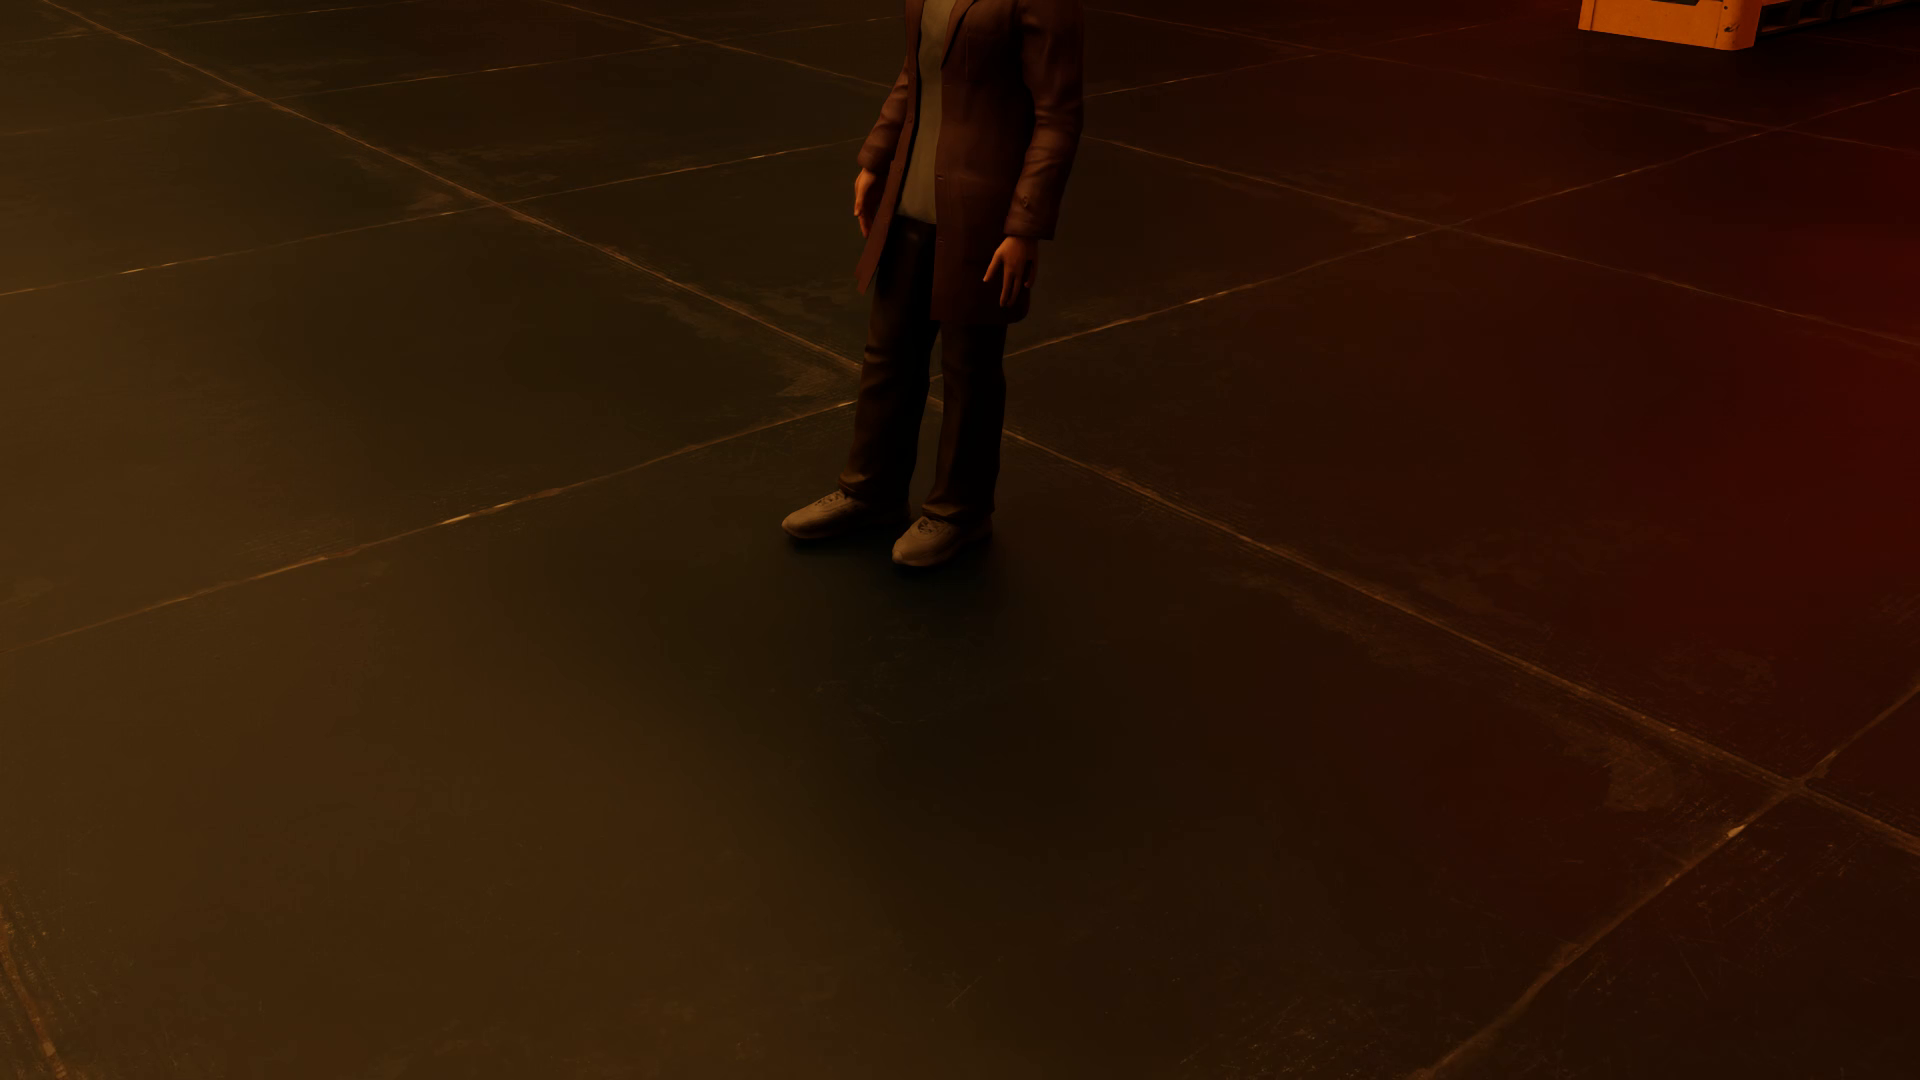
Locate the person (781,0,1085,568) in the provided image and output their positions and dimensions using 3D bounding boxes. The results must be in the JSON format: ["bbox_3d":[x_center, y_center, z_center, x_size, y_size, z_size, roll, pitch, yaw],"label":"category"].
[{"bbox_3d":[-0.073,-0.779,4.054,0.582,1.776,0.696,-20,33,-35],"label":"person"}]
